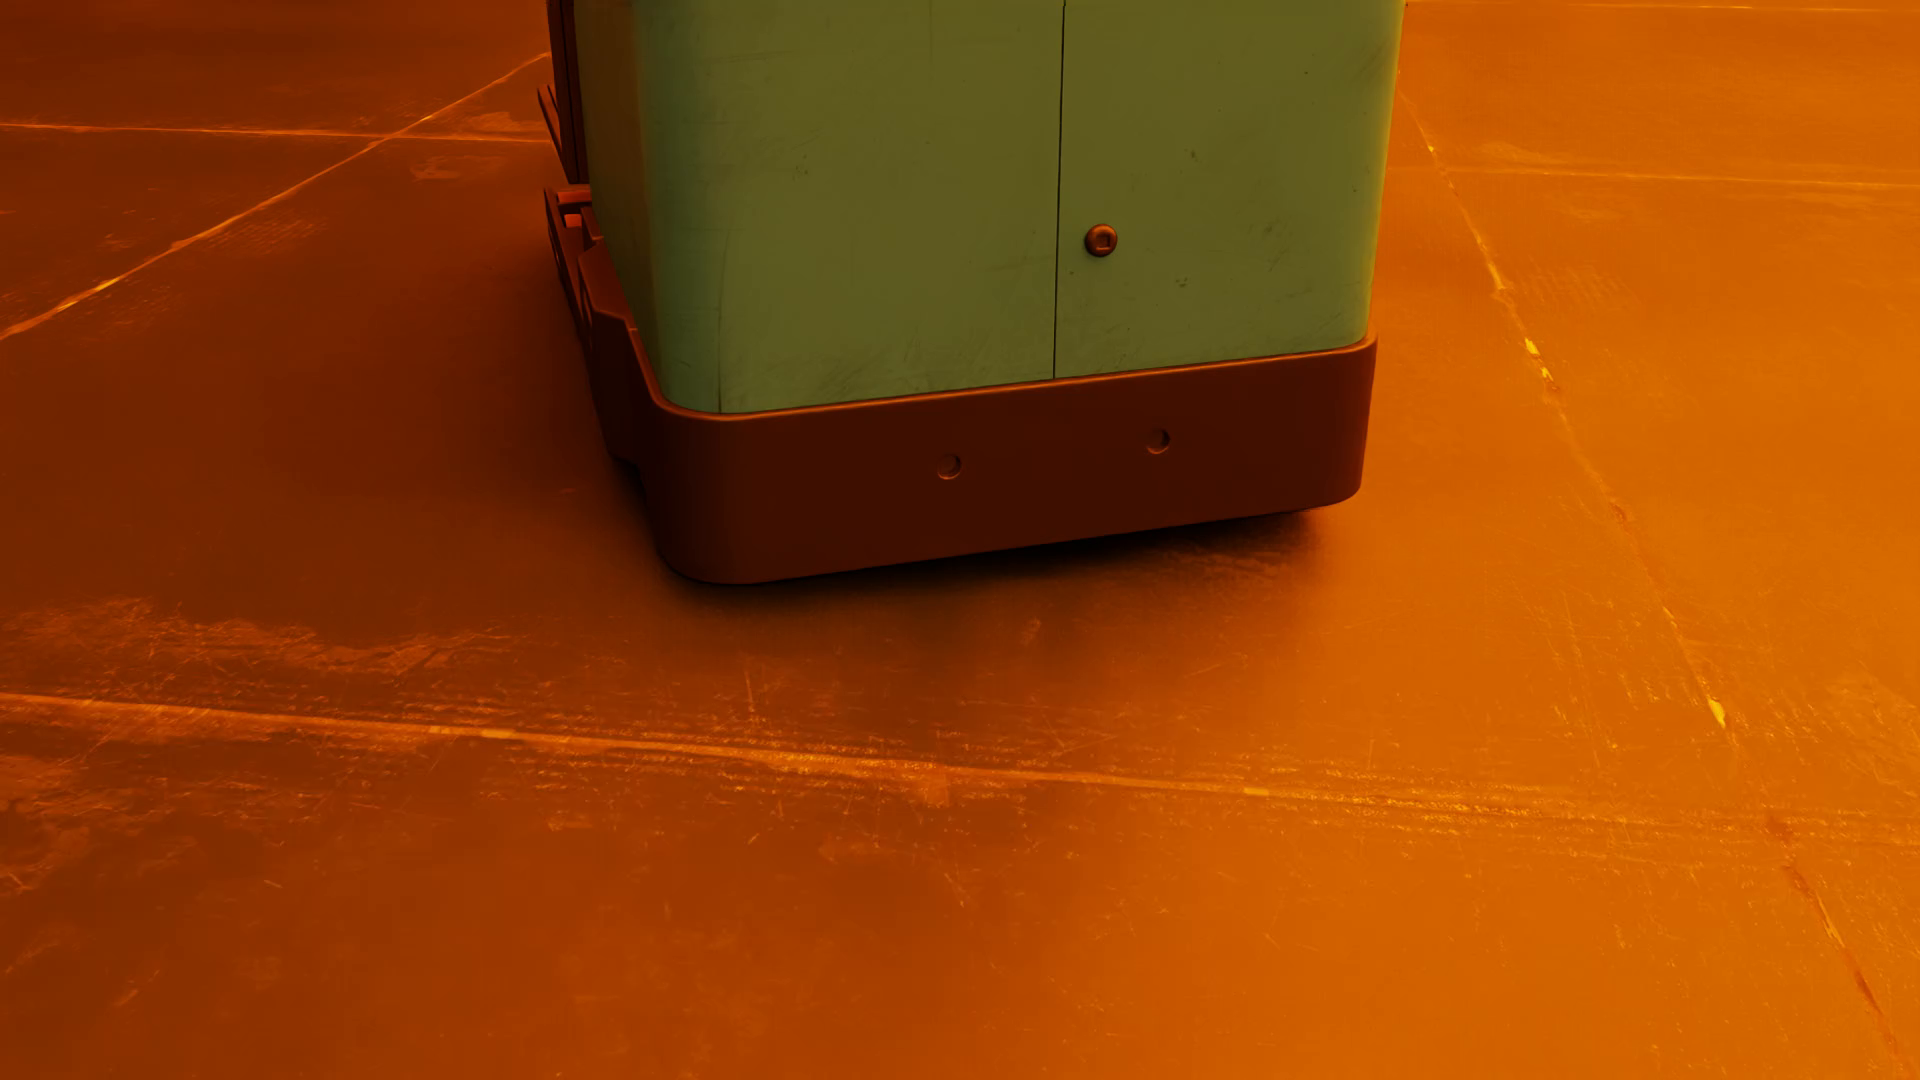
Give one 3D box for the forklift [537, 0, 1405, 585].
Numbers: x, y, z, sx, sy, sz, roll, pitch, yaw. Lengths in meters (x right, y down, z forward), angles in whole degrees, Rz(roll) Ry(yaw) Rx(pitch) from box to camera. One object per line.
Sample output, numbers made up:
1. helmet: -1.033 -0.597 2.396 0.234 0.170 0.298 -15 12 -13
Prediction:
1. forklift: -0.303 -1.890 3.005 1.130 2.935 3.031 -8 27 -15
